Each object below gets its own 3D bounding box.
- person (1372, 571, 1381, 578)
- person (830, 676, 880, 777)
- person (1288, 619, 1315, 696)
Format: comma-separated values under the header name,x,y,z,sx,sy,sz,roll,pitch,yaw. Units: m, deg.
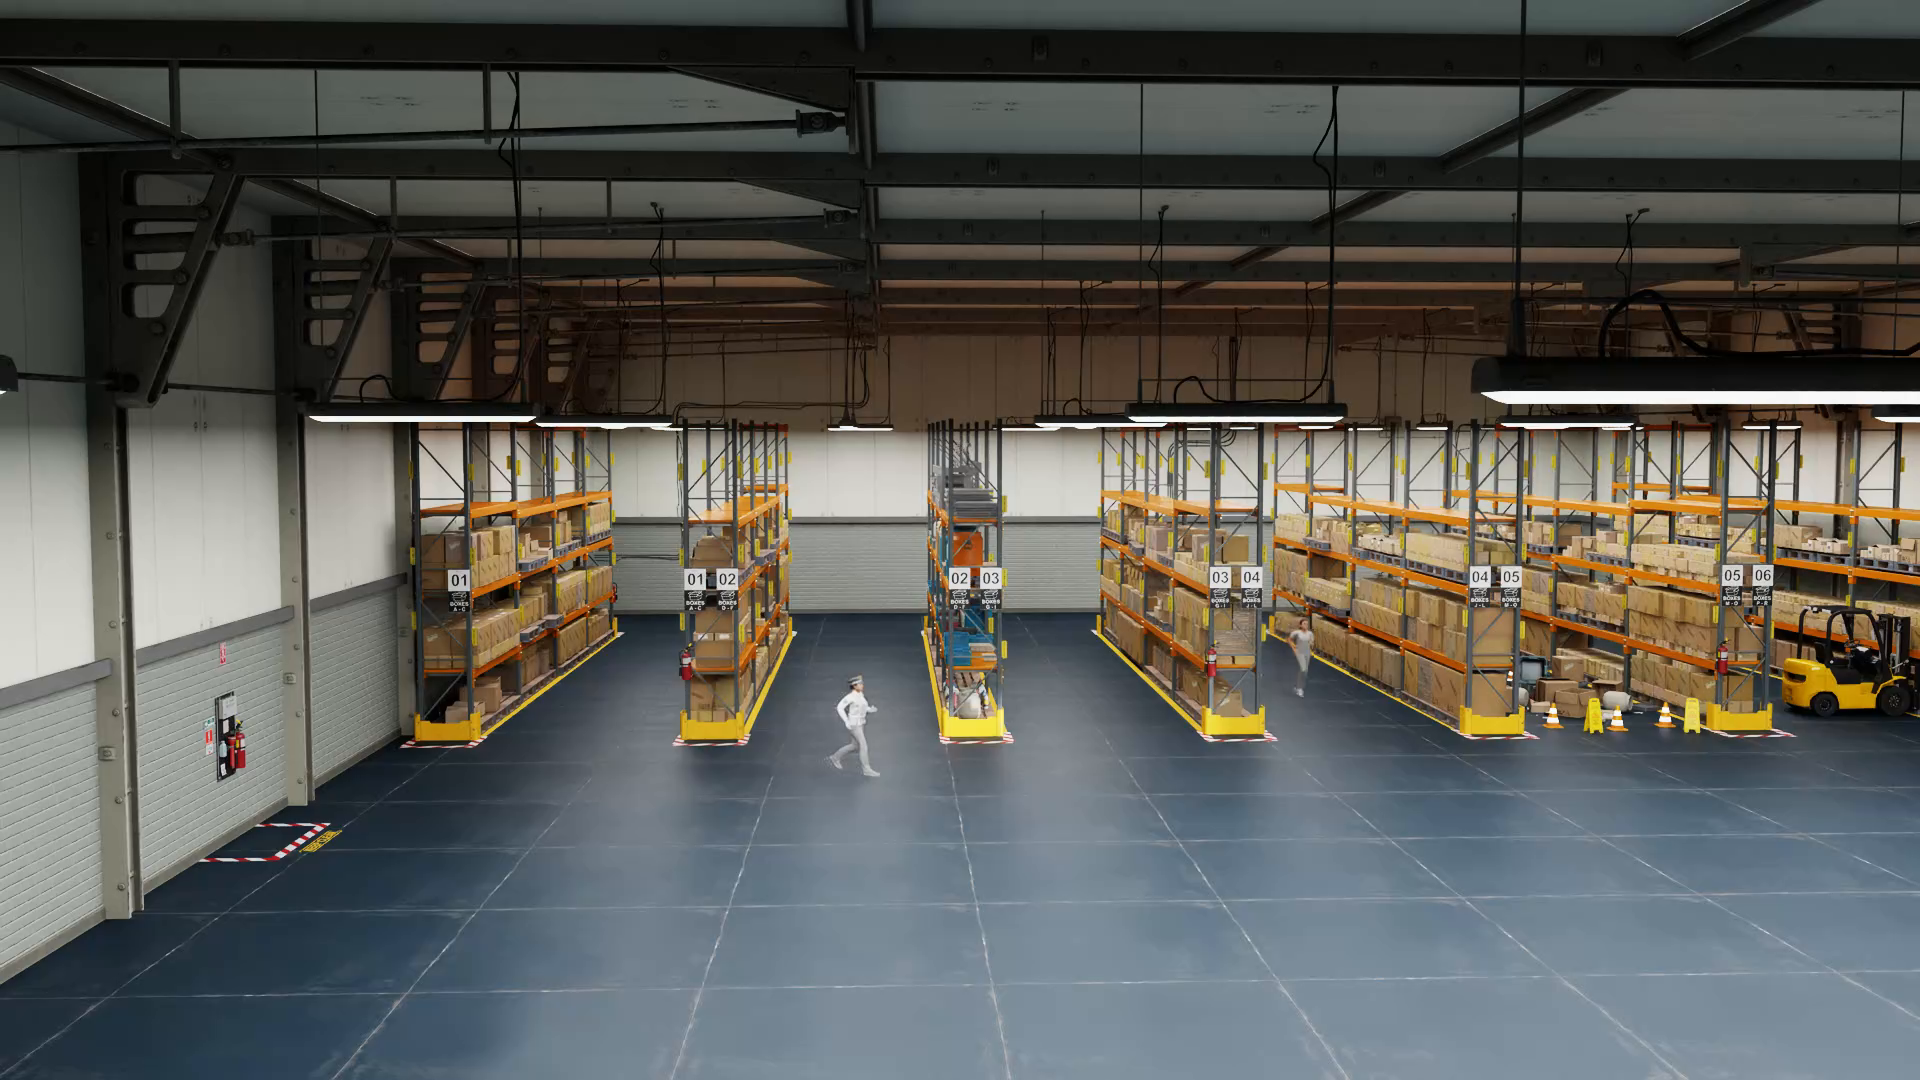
name,x,y,z,sx,sy,sz,roll,pitch,yaw
person,12.326,1.753,49.247,0.613,1.663,0.607,0,4,4
person,-1.764,3.083,27.699,0.915,1.677,0.612,1,4,19
person,7.506,2.566,36.400,0.541,1.701,0.720,-1,4,-16
